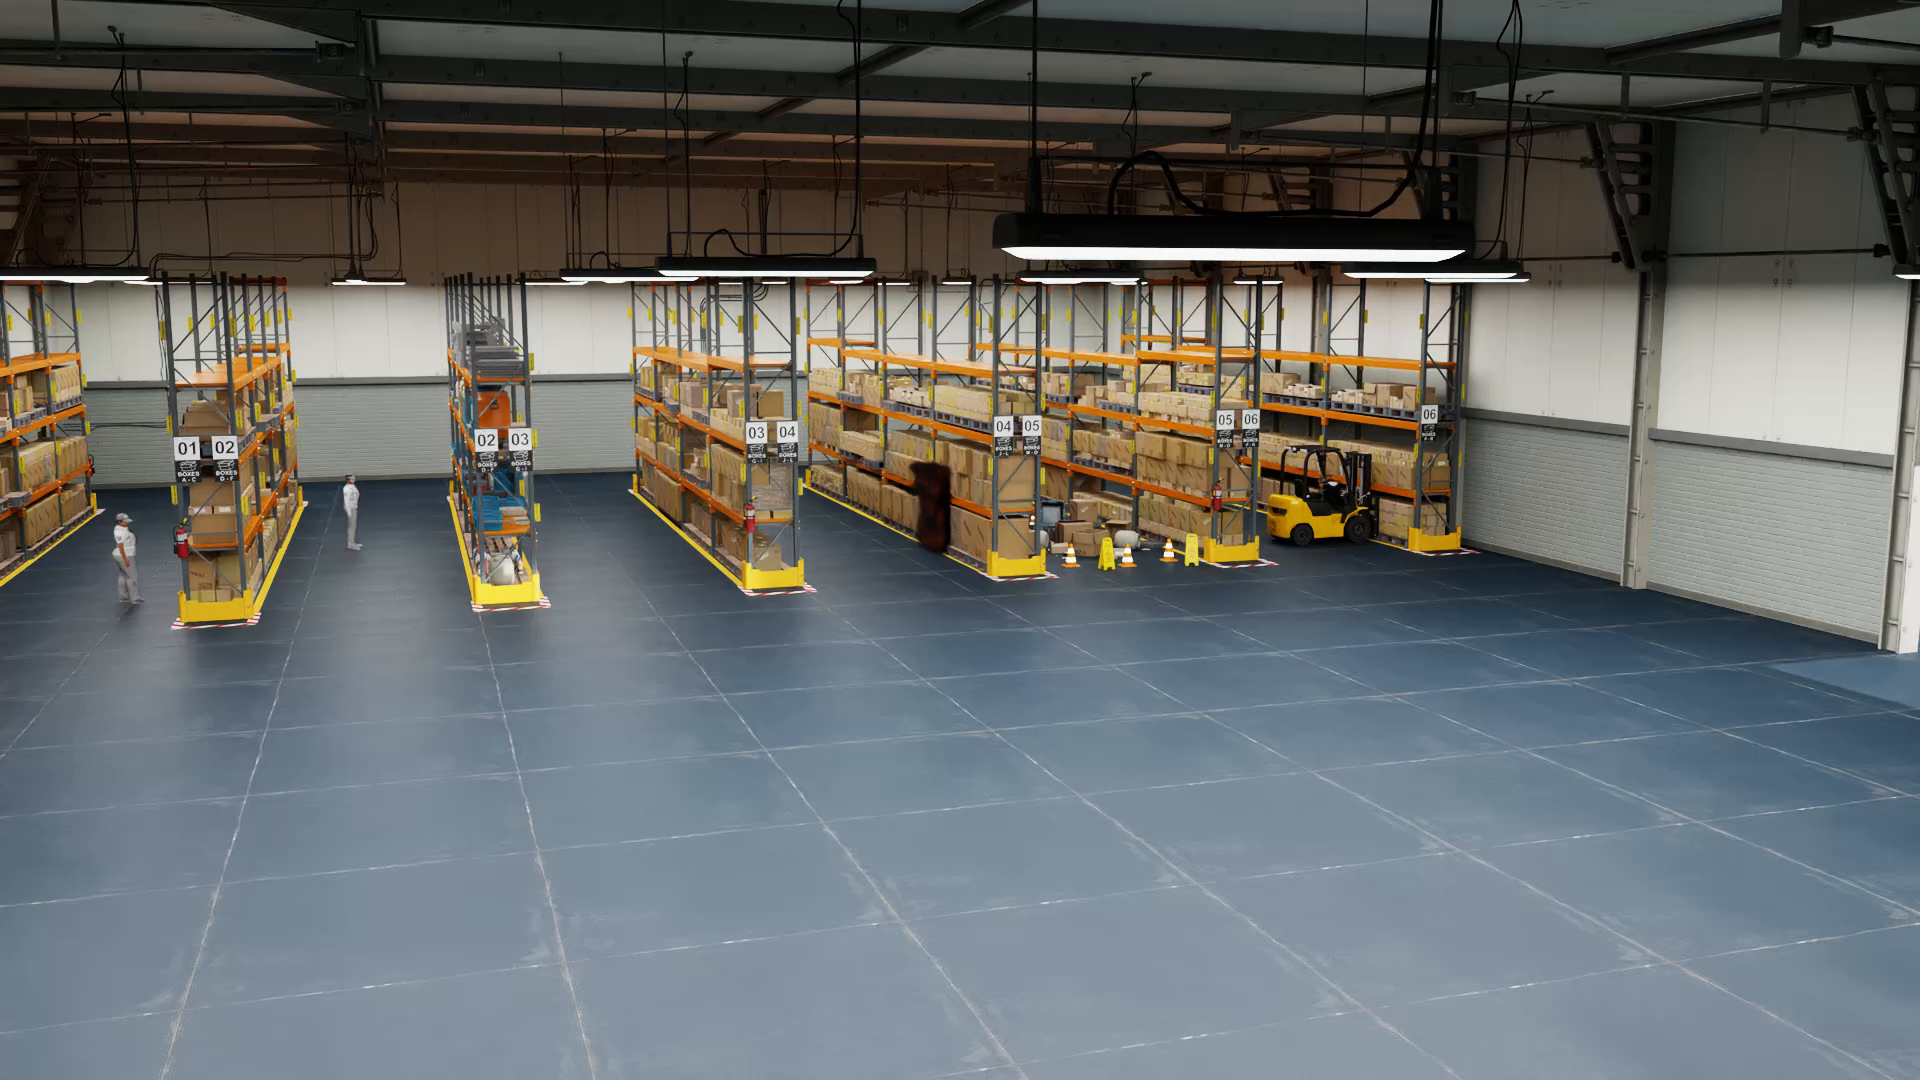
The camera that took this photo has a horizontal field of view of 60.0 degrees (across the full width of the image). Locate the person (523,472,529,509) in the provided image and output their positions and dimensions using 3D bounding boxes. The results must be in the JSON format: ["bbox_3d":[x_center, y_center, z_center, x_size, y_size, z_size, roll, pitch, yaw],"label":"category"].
[{"bbox_3d":[-11.343,-1.649,43.483,0.503,1.701,0.492,-2,9,-10],"label":"person"}]

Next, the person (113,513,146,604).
[{"bbox_3d":[-15.190,0.332,30.361,0.456,1.660,0.549,-6,11,-36],"label":"person"}]

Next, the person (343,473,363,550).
[{"bbox_3d":[-13.457,-0.644,36.852,0.362,1.701,0.569,-3,9,-18],"label":"person"}]
